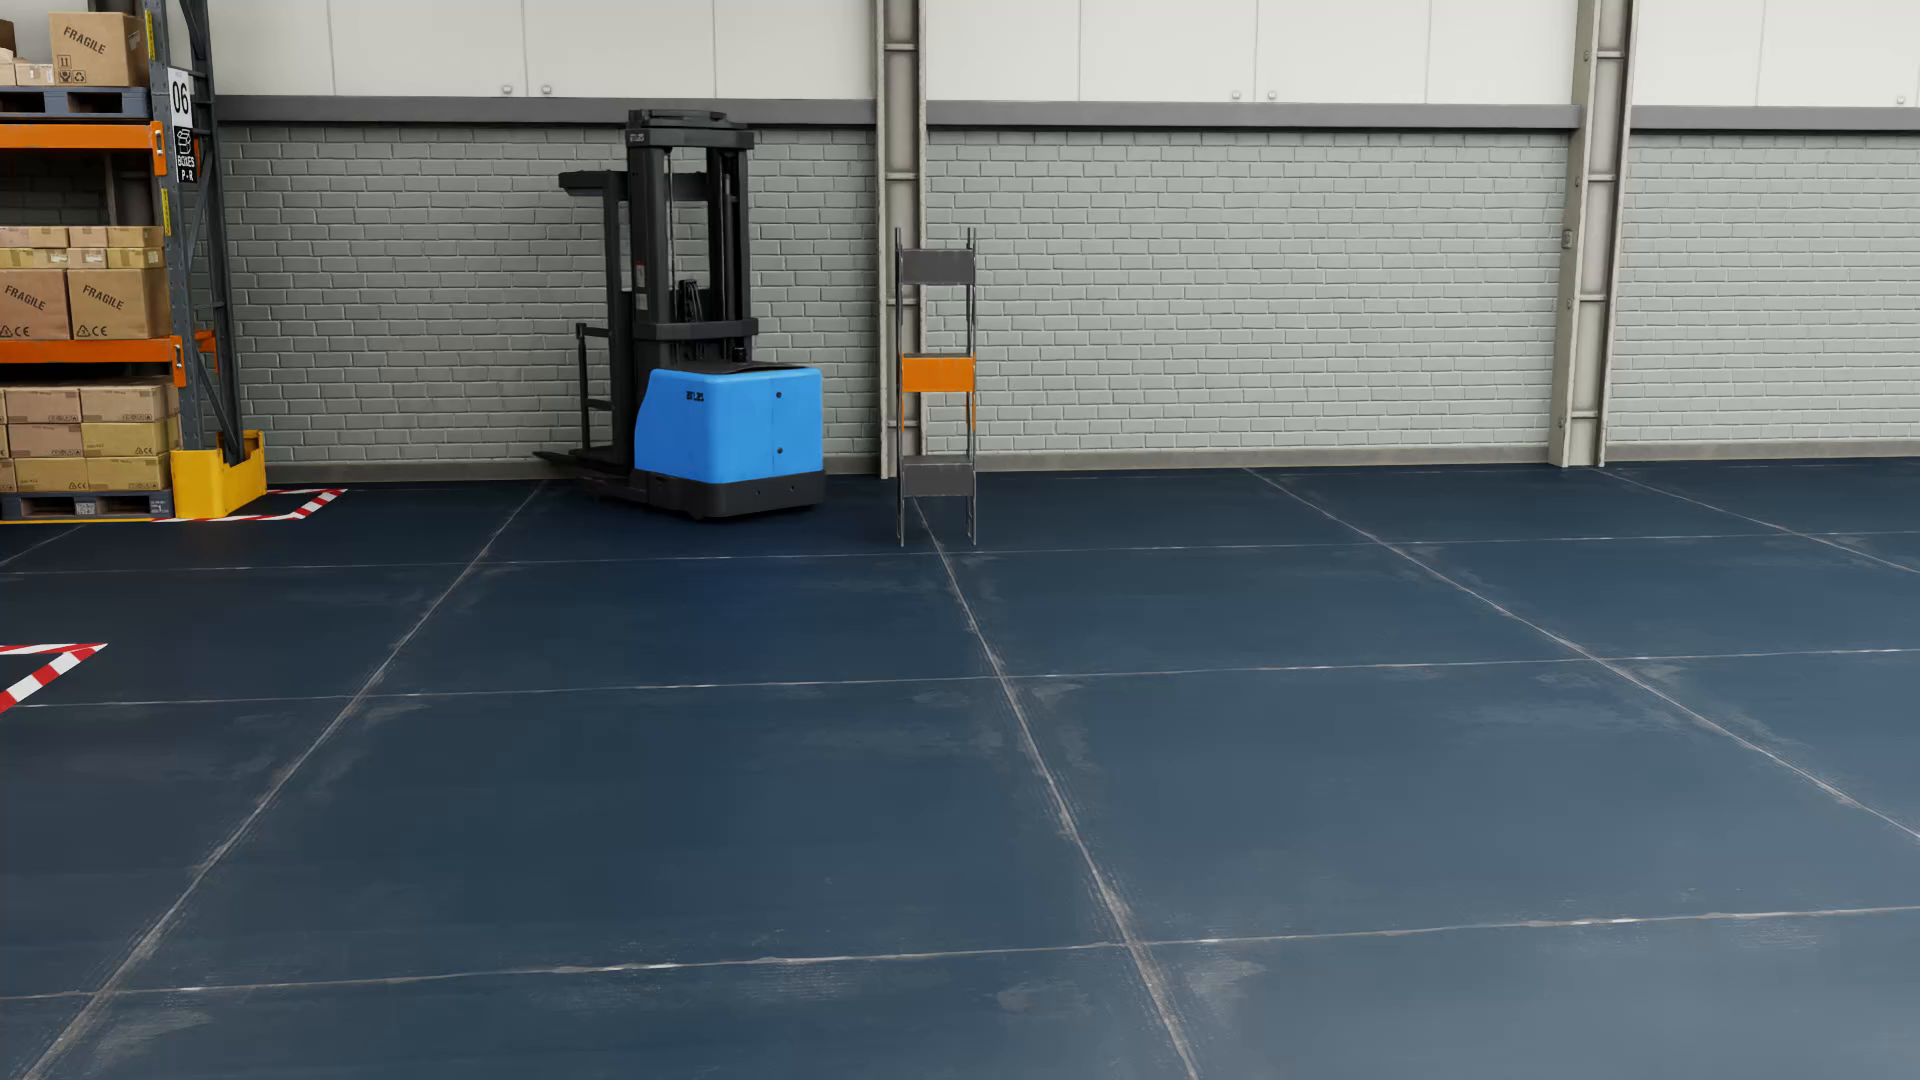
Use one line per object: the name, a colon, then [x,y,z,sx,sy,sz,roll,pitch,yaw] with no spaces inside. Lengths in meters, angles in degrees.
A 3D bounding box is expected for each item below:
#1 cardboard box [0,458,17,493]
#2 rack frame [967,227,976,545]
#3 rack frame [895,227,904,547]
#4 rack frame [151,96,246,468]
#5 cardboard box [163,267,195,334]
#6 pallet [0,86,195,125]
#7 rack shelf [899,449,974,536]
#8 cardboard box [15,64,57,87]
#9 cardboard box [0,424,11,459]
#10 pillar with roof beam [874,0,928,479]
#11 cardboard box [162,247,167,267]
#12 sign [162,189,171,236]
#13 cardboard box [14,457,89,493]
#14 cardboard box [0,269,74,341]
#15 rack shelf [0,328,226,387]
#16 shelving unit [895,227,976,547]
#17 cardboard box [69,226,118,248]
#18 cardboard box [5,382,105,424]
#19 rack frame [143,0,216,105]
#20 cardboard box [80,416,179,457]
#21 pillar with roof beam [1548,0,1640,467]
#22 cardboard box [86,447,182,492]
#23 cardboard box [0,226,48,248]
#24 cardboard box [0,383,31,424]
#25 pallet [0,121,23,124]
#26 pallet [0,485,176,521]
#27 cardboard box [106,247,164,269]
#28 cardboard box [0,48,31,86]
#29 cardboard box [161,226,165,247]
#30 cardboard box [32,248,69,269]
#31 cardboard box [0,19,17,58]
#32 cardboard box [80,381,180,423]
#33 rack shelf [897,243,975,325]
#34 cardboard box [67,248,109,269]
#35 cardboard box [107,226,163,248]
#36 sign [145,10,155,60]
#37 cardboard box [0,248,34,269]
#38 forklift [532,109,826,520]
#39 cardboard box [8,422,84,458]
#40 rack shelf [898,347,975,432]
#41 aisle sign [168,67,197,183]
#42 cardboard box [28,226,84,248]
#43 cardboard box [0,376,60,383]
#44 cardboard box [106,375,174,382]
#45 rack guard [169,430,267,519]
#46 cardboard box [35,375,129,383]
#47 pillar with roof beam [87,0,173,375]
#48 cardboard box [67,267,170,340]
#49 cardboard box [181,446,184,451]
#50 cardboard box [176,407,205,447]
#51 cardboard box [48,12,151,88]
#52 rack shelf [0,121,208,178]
cardboard box: [-7.089,-0.508,12.217,0.500,0.250,0.500,-1,11,-5]
rack frame: [0.078,-1.032,11.174,0.015,2.100,0.400,-1,11,-6]
rack frame: [-0.407,-1.022,11.122,0.015,2.100,0.400,-1,11,-6]
rack frame: [-5.663,-1.739,12.438,0.127,3.000,1.000,-1,11,-6]
cardboard box: [-6.185,-1.831,12.646,0.500,0.500,0.500,-1,11,-4]
pallet: [-6.368,-3.158,12.107,1.213,0.211,1.003,-1,11,-6]
rack shelf: [-0.165,-0.327,11.286,0.480,0.518,0.431,-1,11,-6]
cardboard box: [-6.454,-3.267,11.738,0.250,0.149,0.380,-2,11,-8]
cardboard box: [-7.124,-0.748,12.140,0.500,0.250,0.500,-1,11,-7]
pillar with roof beam: [-0.022,-4.140,9.101,0.400,9.000,9.100,-1,11,-6]
cardboard box: [-6.028,-2.149,12.583,0.250,0.149,0.380,-1,11,-8]
sign: [-5.618,-2.319,11.772,0.005,0.325,0.100,-1,11,-6]
cardboard box: [-6.591,-0.517,12.261,0.500,0.250,0.500,-1,11,-6]
cardboard box: [-6.640,-1.718,12.074,0.500,0.500,0.500,-1,11,-4]
rack shelf: [-7.651,-1.344,12.295,4.000,0.370,1.077,-1,11,-6]
shelving unit: [-0.165,-1.027,11.148,0.503,2.100,0.431,-1,11,-6]
cardboard box: [-6.238,-2.193,12.037,0.250,0.149,0.380,-1,11,-6]
cardboard box: [-6.594,-1.005,12.153,0.500,0.250,0.500,-1,11,-5]
rack frame: [-5.663,-4.683,11.859,0.127,3.000,1.000,-1,11,-6]
cardboard box: [-6.113,-0.771,12.258,0.500,0.250,0.500,-1,11,-7]
pillar with roof beam: [5.942,-4.265,9.737,0.400,9.000,9.100,-1,11,-6]
cardboard box: [-6.096,-0.526,12.304,0.500,0.250,0.500,-1,11,-6]
cardboard box: [-6.751,-2.192,12.029,0.250,0.149,0.380,-1,11,-6]
cardboard box: [-7.094,-0.993,12.090,0.500,0.250,0.500,-1,11,-5]
pallet: [-7.584,-3.132,11.975,1.213,0.211,1.003,-1,11,-6]
pallet: [-6.418,-0.347,12.585,1.213,0.211,1.003,-1,11,-6]
cardboard box: [-5.977,-2.045,12.055,0.250,0.149,0.380,-1,11,-5]
cardboard box: [-6.706,-3.319,11.700,0.258,0.266,0.396,-1,11,-6]
cardboard box: [-6.020,-2.286,12.510,0.250,0.149,0.380,-1,11,-7]
cardboard box: [-6.493,-2.041,12.032,0.250,0.149,0.380,-1,11,-5]
cardboard box: [-7.106,-3.457,11.793,0.500,0.500,0.700,-1,11,-6]
cardboard box: [-6.087,-1.017,12.213,0.500,0.250,0.500,-1,11,-4]
rack shelf: [-0.165,-1.700,11.016,0.480,0.518,0.431,-1,11,-6]
cardboard box: [-6.228,-2.034,11.999,0.250,0.149,0.380,-1,11,-5]
cardboard box: [-5.996,-2.204,12.093,0.250,0.149,0.380,-1,11,-6]
sign: [-5.618,-3.502,11.540,0.005,0.325,0.100,-1,11,-6]
cardboard box: [-6.740,-2.038,12.016,0.250,0.149,0.380,-1,11,-6]
forklift: [-2.379,-1.803,12.940,1.130,2.935,3.031,-10,15,-42]
cardboard box: [-6.613,-0.763,12.215,0.500,0.250,0.500,-1,11,-7]
rack shelf: [-0.165,-1.013,11.151,0.480,0.518,0.431,-1,11,-6]
aisle sign: [-5.566,-2.960,11.907,0.004,0.787,0.394,-1,11,-6]
cardboard box: [-6.495,-2.183,11.983,0.250,0.149,0.380,-1,11,-5]
cardboard box: [-7.156,-1.093,12.601,0.500,0.250,0.500,-1,11,-6]
cardboard box: [-6.161,-1.113,12.700,0.500,0.250,0.500,-1,11,-7]
rack guard: [-5.639,-0.513,12.681,0.348,0.500,1.175,-1,11,-6]
cardboard box: [-6.657,-1.102,12.643,0.500,0.250,0.500,-1,11,-6]
pillar with roof beam: [-5.987,-4.015,8.465,0.400,9.000,9.100,-1,11,-6]
cardboard box: [-6.124,-1.727,12.120,0.500,0.500,0.500,-1,11,-7]
cardboard box: [-6.172,-0.623,12.801,0.500,0.250,0.500,-1,11,-6]
cardboard box: [-6.153,-0.871,12.767,0.500,0.250,0.500,-1,11,-5]
cardboard box: [-6.076,-3.459,11.804,0.500,0.500,0.500,-1,11,-4]
rack shelf: [-7.651,-2.816,12.006,4.000,0.370,1.077,-1,11,-6]
